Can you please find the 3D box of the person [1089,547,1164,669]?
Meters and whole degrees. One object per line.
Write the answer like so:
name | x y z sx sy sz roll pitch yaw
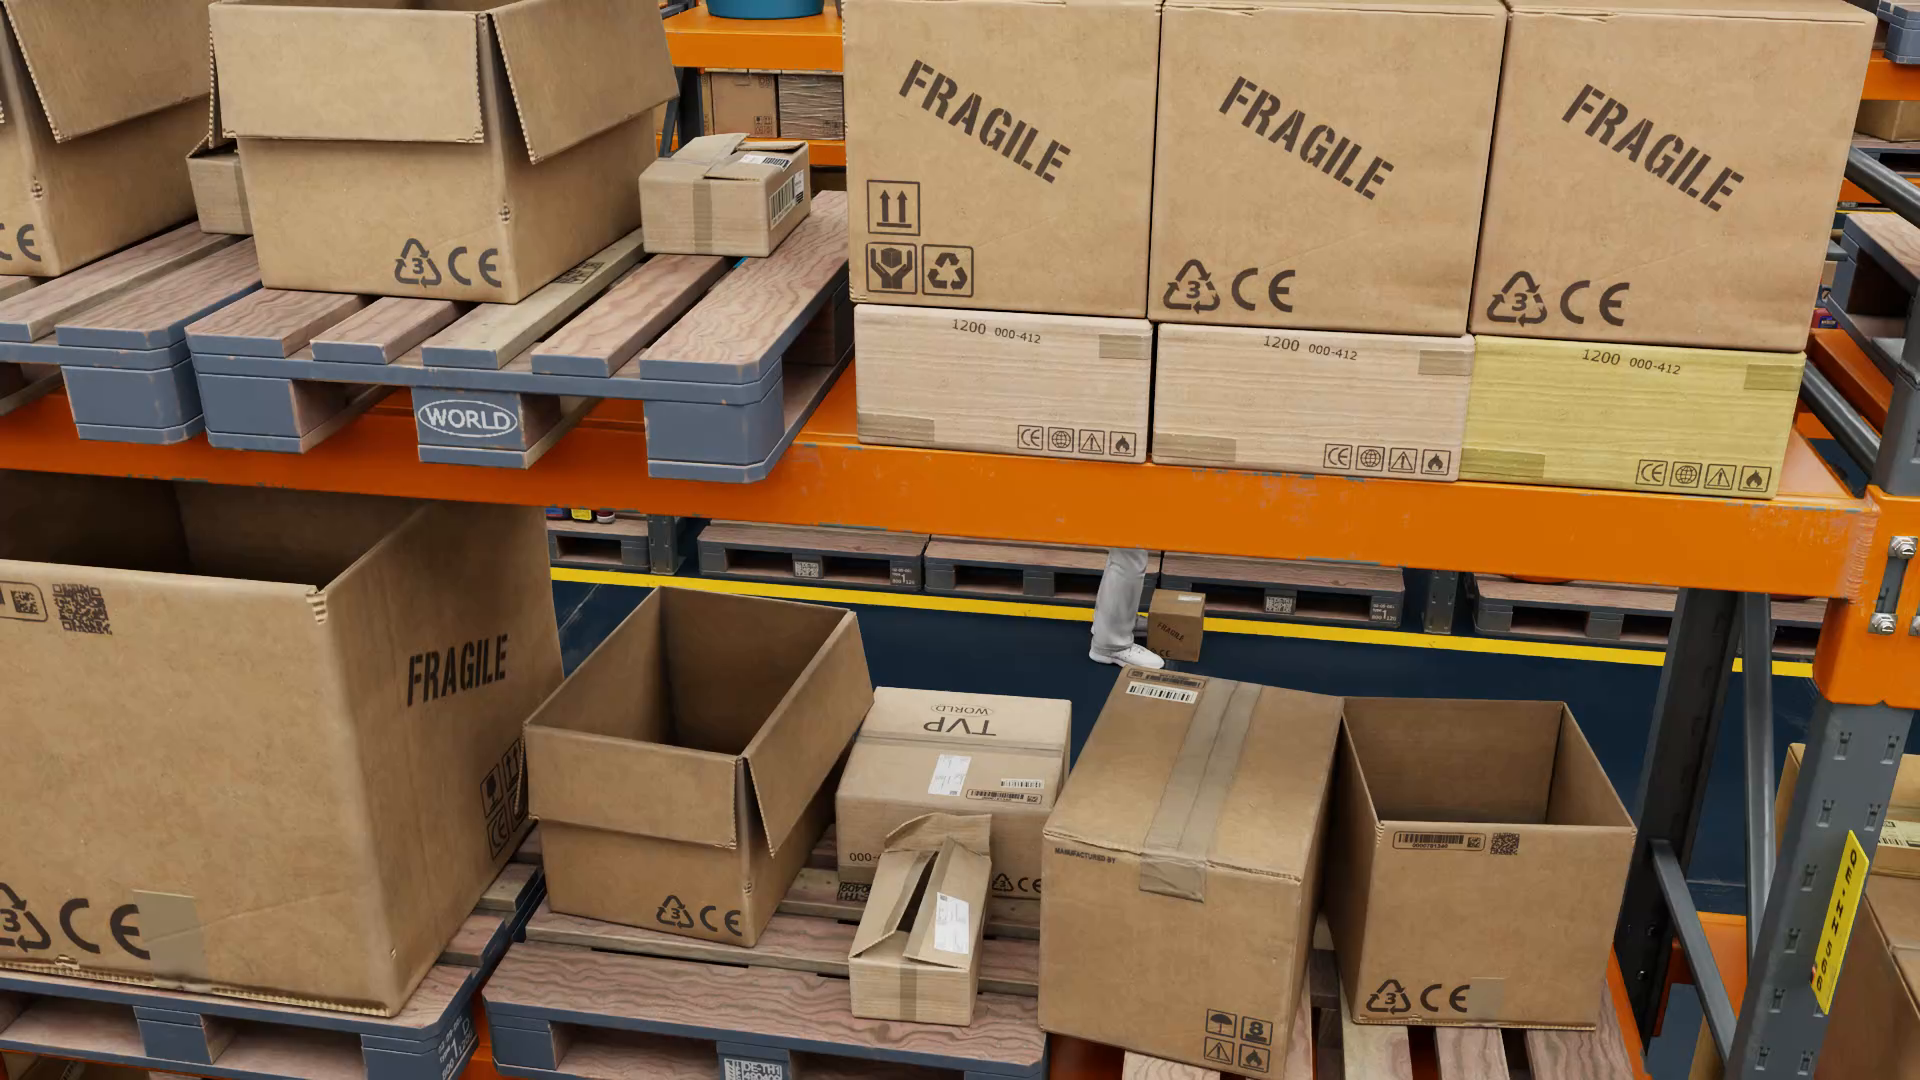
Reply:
person | 0.800 -0.295 7.768 0.423 1.774 0.643 4 25 9
